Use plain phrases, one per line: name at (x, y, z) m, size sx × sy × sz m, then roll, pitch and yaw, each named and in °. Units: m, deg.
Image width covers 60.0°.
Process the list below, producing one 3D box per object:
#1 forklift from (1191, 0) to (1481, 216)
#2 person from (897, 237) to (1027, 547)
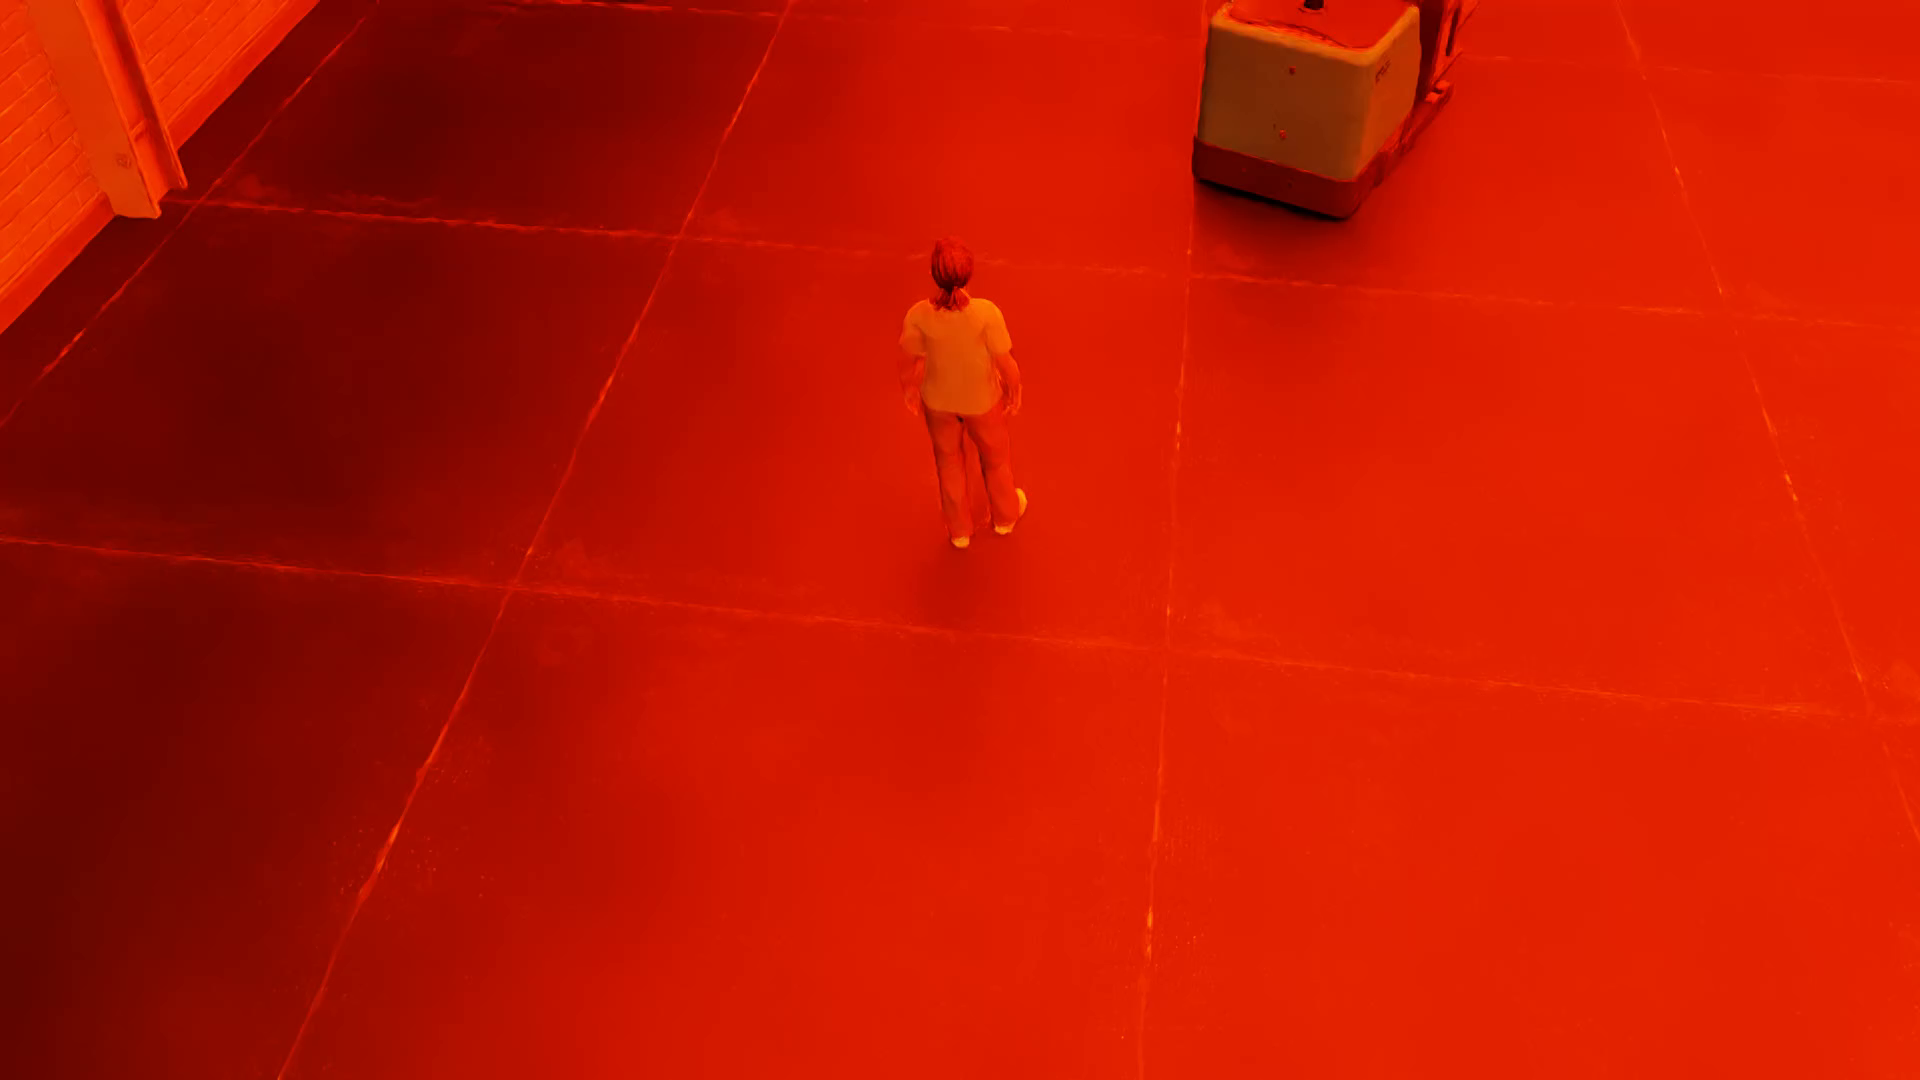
forklift at (2.611, -3.984, 10.061) m, size 1.130 × 2.935 × 3.031 m, roll 22°, pitch 47°, yaw 22°
person at (0.021, -0.667, 7.375) m, size 0.554 × 1.665 × 0.548 m, roll 5°, pitch 43°, yaw 6°
